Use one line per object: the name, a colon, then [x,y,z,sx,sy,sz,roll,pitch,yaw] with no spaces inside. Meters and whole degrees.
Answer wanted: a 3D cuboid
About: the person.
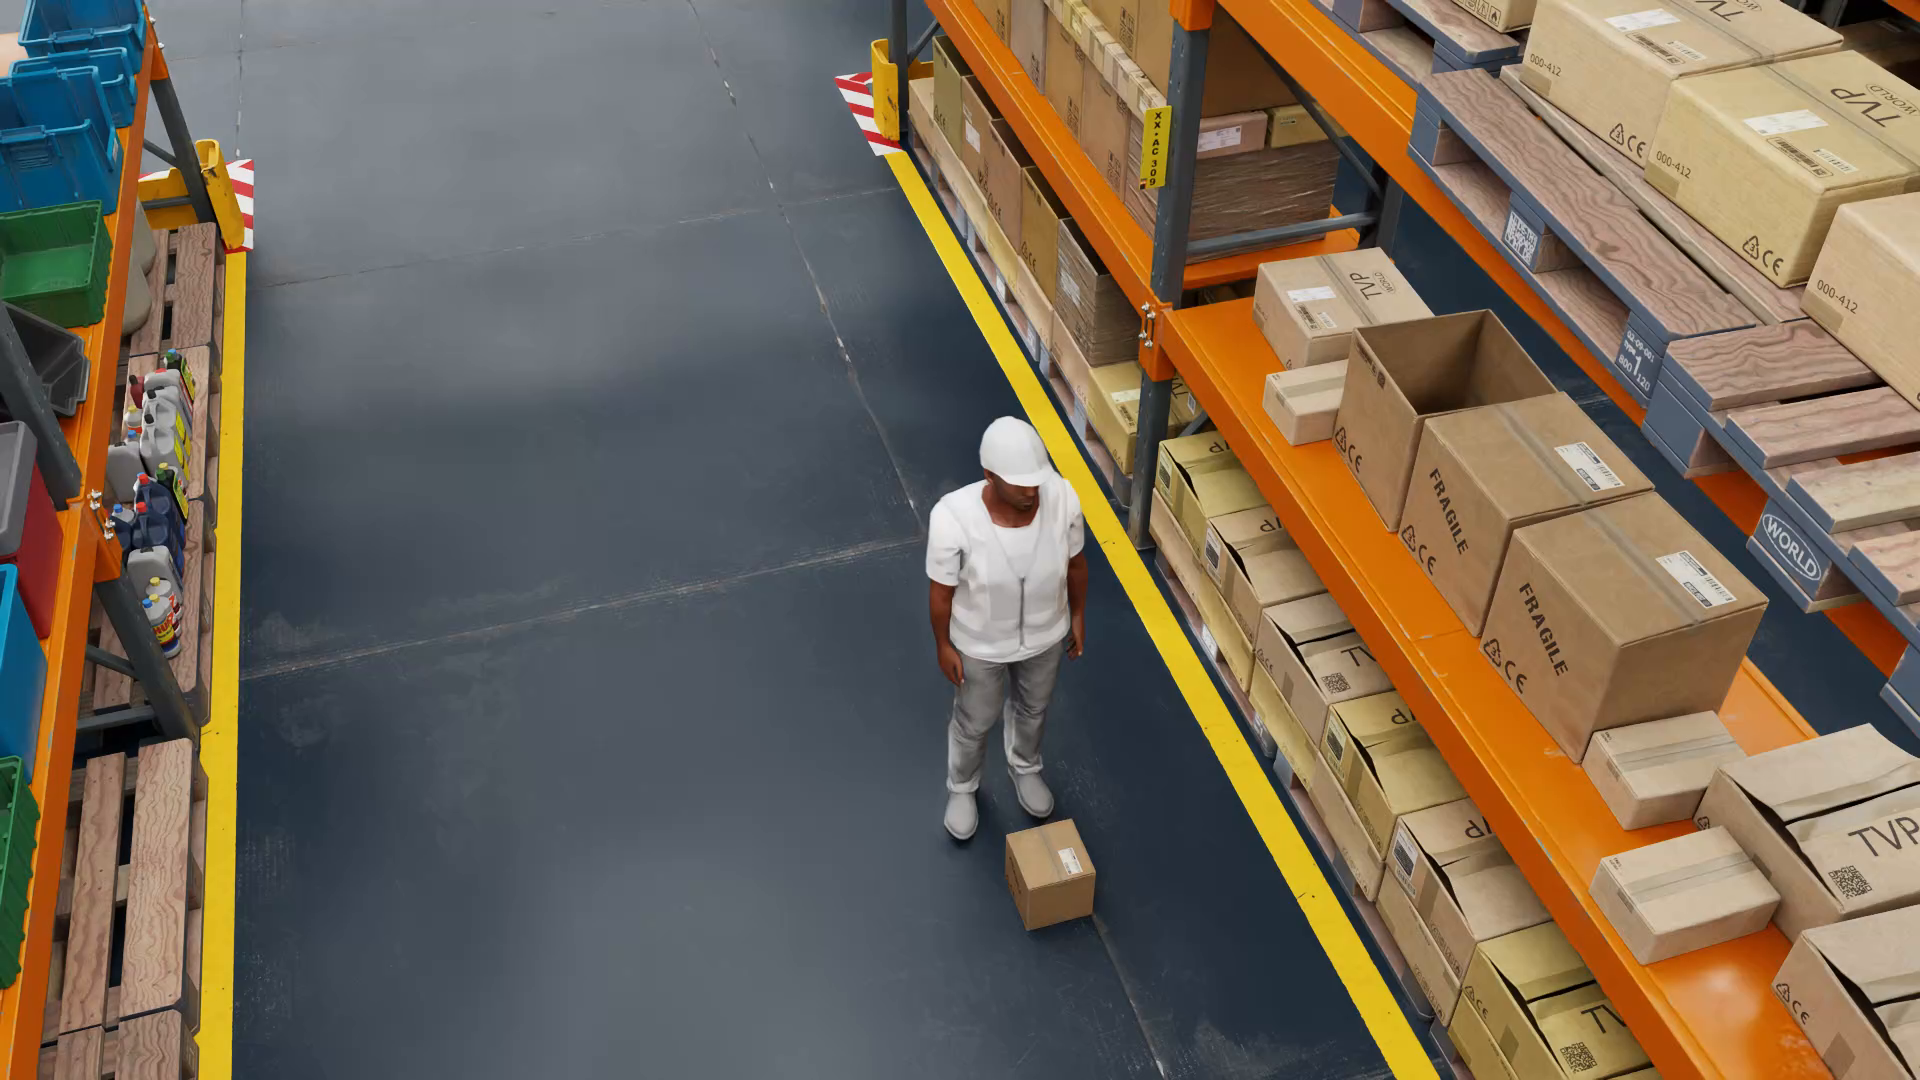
person: [0.177,0.317,5.790,0.569,1.767,0.368,-12,43,-13]
